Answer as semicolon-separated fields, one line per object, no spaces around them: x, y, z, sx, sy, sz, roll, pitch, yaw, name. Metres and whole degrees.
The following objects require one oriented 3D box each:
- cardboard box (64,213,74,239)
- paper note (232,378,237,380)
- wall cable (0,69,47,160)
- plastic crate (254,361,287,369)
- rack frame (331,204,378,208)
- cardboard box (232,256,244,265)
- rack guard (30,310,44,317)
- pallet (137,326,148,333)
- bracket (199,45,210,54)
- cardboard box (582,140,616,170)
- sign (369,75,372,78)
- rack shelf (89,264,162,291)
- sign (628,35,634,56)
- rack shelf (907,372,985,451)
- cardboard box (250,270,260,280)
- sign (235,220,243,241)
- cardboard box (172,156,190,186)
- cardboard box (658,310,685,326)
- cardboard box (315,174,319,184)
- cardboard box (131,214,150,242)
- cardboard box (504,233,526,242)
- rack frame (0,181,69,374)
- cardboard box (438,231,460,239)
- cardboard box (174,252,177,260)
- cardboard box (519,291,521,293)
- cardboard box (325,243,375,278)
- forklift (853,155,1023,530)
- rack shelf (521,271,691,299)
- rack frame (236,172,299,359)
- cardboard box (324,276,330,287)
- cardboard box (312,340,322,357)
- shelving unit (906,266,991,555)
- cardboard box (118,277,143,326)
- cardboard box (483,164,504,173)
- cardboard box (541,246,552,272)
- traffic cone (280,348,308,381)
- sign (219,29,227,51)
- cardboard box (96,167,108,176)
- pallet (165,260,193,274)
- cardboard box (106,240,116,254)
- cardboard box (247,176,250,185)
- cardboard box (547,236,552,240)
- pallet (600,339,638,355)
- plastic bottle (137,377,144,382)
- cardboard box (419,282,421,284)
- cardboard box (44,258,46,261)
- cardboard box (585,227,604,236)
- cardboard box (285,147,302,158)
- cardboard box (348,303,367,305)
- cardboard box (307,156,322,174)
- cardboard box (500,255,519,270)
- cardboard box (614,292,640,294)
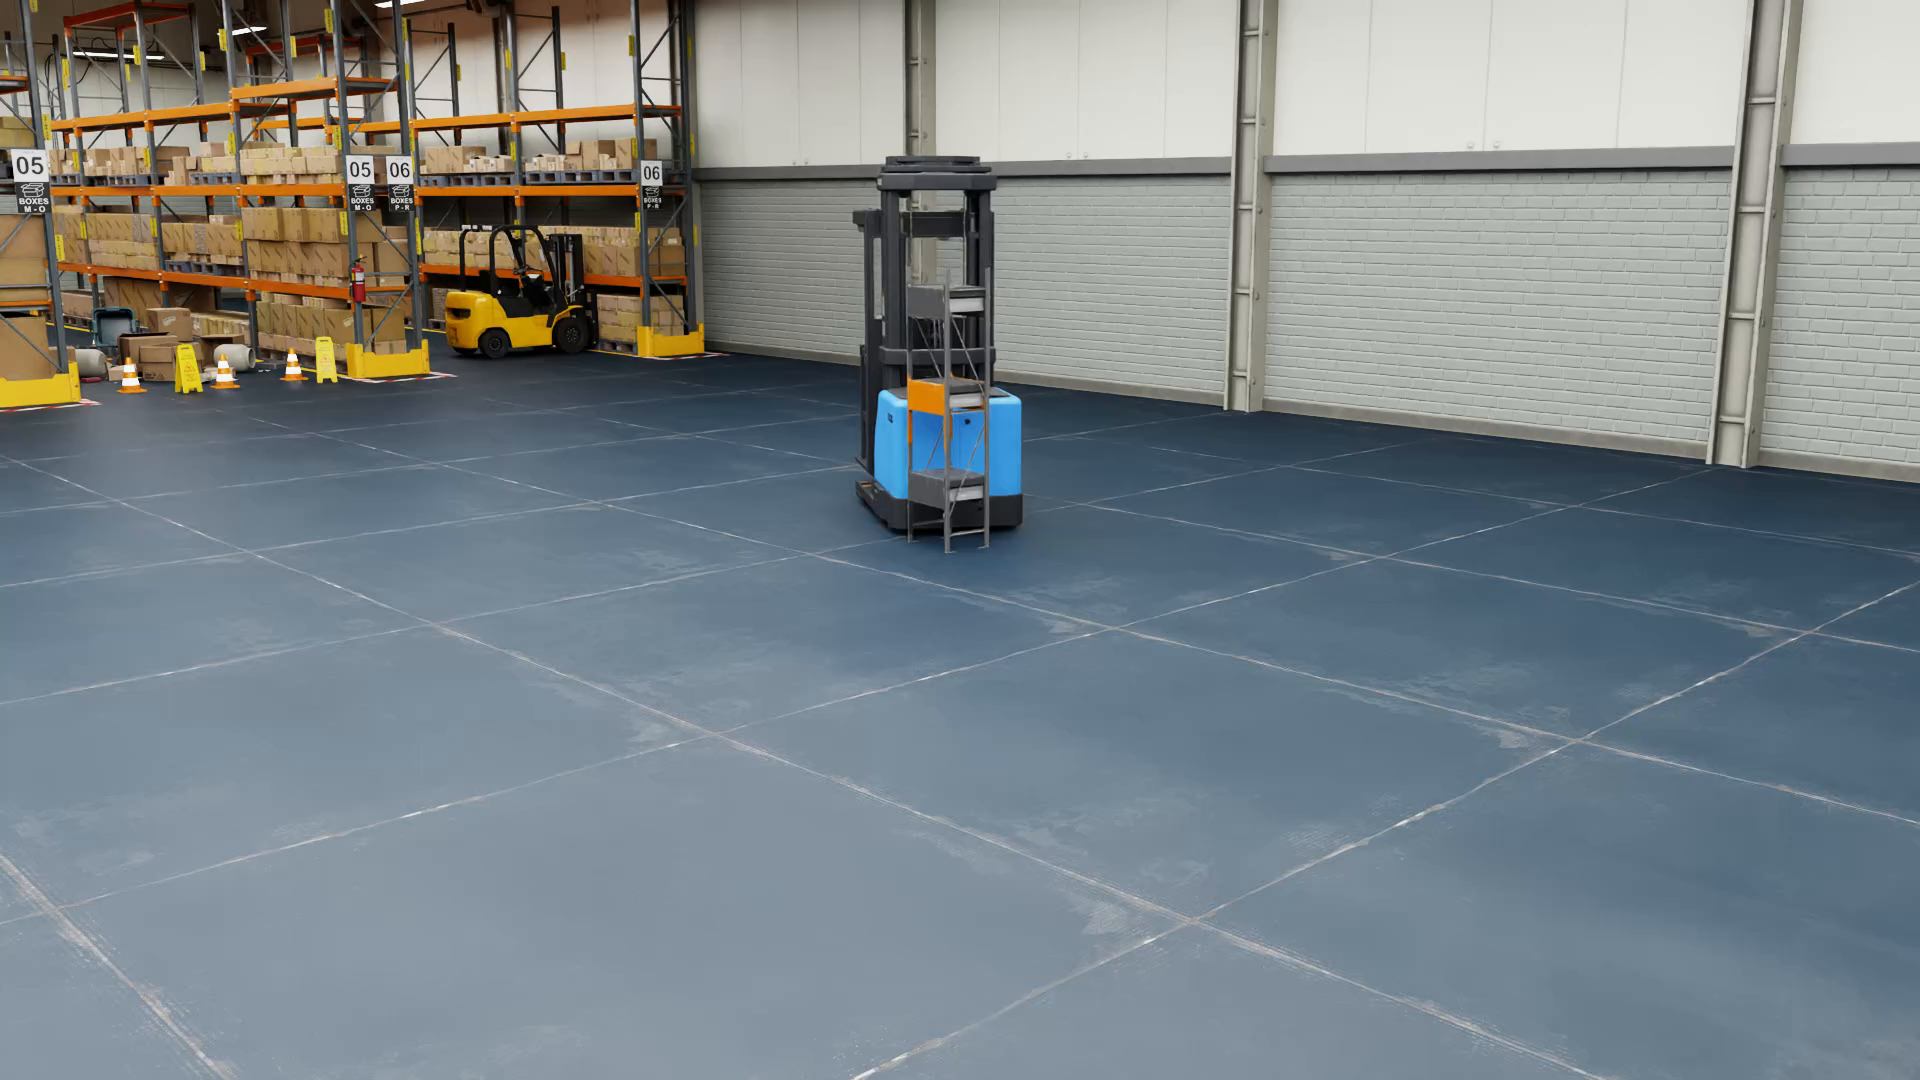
-17.653;-6.327;33.461;0.500;0.500;0.500;-11;16;-43;cardboard box
-10.588;-2.338;24.182;0.142;0.019;0.148;6;13;26;paper note
-23.131;-10.100;39.633;2.355;3.000;0.029;-11;16;-43;wall cable
-10.767;-2.742;26.021;0.583;0.080;0.402;6;13;26;plastic crate
-13.195;-6.375;36.420;1.000;3.000;0.127;-11;16;-43;rack frame
-11.813;-4.634;27.553;0.380;0.149;0.250;-11;16;-42;cardboard box
-19.561;-5.046;36.162;1.175;0.500;0.348;-11;16;-43;rack guard
-15.348;-4.037;31.981;1.003;0.211;1.213;-11;16;-43;pallet
-19.348;-12.536;42.537;0.235;0.232;0.430;-11;16;-43;bracket
-6.025;-6.590;28.496;0.700;0.500;0.500;-11;16;-42;cardboard box
-12.798;-9.926;36.084;0.100;0.325;0.005;-11;16;-43;sign
-15.401;-5.038;31.716;1.077;0.370;4.000;-11;16;-43;rack shelf
-5.310;-7.985;26.855;0.100;0.325;0.005;-11;16;-43;sign
-0.089;-0.971;12.488;0.431;0.518;0.480;-8;14;-35;rack shelf
-11.272;-4.301;26.978;0.380;0.149;0.250;-11;16;-43;cardboard box
-11.657;-5.004;26.898;0.100;0.325;0.005;-11;16;-43;sign
-13.373;-6.477;29.235;0.700;0.500;0.500;-11;16;-43;cardboard box
-5.083;-3.825;28.577;0.500;0.250;0.500;-11;16;-42;cardboard box
-9.425;-5.412;24.935;0.380;0.149;0.250;-11;16;-42;cardboard box
-14.927;-5.750;30.662;0.500;0.500;0.500;-11;16;-42;cardboard box
-8.258;-5.628;30.940;0.380;0.149;0.250;-11;16;-43;cardboard box
-12.006;-3.227;21.140;1.000;3.000;0.127;-11;16;-43;rack frame
-10.044;-5.997;32.733;0.380;0.149;0.250;-10;16;-41;cardboard box
-13.759;-5.062;29.630;0.250;0.149;0.380;11;16;42;cardboard box
-8.569;-4.439;31.867;0.875;0.625;0.625;-11;16;-43;cardboard box
-9.070;-4.167;24.717;0.500;0.500;0.500;-11;16;-44;cardboard box
-0.306;-1.764;14.209;1.130;2.935;3.031;-2;12;-12;forklift
-6.289;-4.563;29.409;1.077;0.370;4.000;-11;16;-43;rack shelf
-11.258;-4.515;27.393;1.000;3.000;0.127;-11;16;-43;rack frame
-9.325;-3.895;25.005;0.380;0.149;0.250;-11;16;-44;cardboard box
-9.600;-2.947;25.557;0.500;0.250;0.500;-11;16;-42;cardboard box
-0.089;-0.984;12.485;0.431;2.100;0.503;-8;14;-35;shelving unit
-15.667;-4.638;32.212;0.875;0.875;0.875;-10;15;-41;cardboard box
-8.650;-6.926;30.996;0.380;0.149;0.250;-11;16;-43;cardboard box
-7.181;-5.081;29.894;0.500;0.500;0.500;-11;16;-42;cardboard box
-9.725;-2.572;24.247;0.336;0.463;0.334;-11;16;-43;traffic cone
-11.655;-7.910;26.298;0.100;0.325;0.005;-11;16;-43;sign
-16.162;-7.010;31.605;0.250;0.166;0.380;10;16;41;cardboard box
-13.451;-4.916;29.813;1.213;0.211;1.003;-11;16;-43;pallet
-15.973;-5.601;31.796;0.500;0.250;0.500;-11;16;-42;cardboard box
-11.220;-5.781;26.725;0.380;0.149;0.250;-11;16;-43;cardboard box
-7.144;-5.373;29.700;0.380;0.149;0.250;-10;16;-41;cardboard box
-5.467;-3.364;28.714;1.003;0.211;1.213;-11;16;-43;pallet
-11.926;-2.315;23.994;0.283;0.061;0.133;6;13;26;plastic bottle
-11.297;-5.361;35.047;0.380;0.149;0.250;-11;16;-44;cardboard box
-19.052;-6.135;35.009;0.500;0.500;0.500;-11;16;-43;cardboard box
-6.262;-5.331;28.761;0.380;0.149;0.250;-10;16;-41;cardboard box
-10.026;-5.895;25.305;0.380;0.149;0.250;-10;16;-41;cardboard box
-9.574;-3.467;26.222;0.500;0.500;0.500;-10;16;-41;cardboard box
-9.381;-5.585;24.788;0.500;0.250;0.500;-11;16;-43;cardboard box
-8.208;-5.171;30.948;0.500;0.250;0.500;-10;16;-41;cardboard box
-5.788;-4.216;29.235;0.500;0.250;0.500;-11;16;-43;cardboard box
